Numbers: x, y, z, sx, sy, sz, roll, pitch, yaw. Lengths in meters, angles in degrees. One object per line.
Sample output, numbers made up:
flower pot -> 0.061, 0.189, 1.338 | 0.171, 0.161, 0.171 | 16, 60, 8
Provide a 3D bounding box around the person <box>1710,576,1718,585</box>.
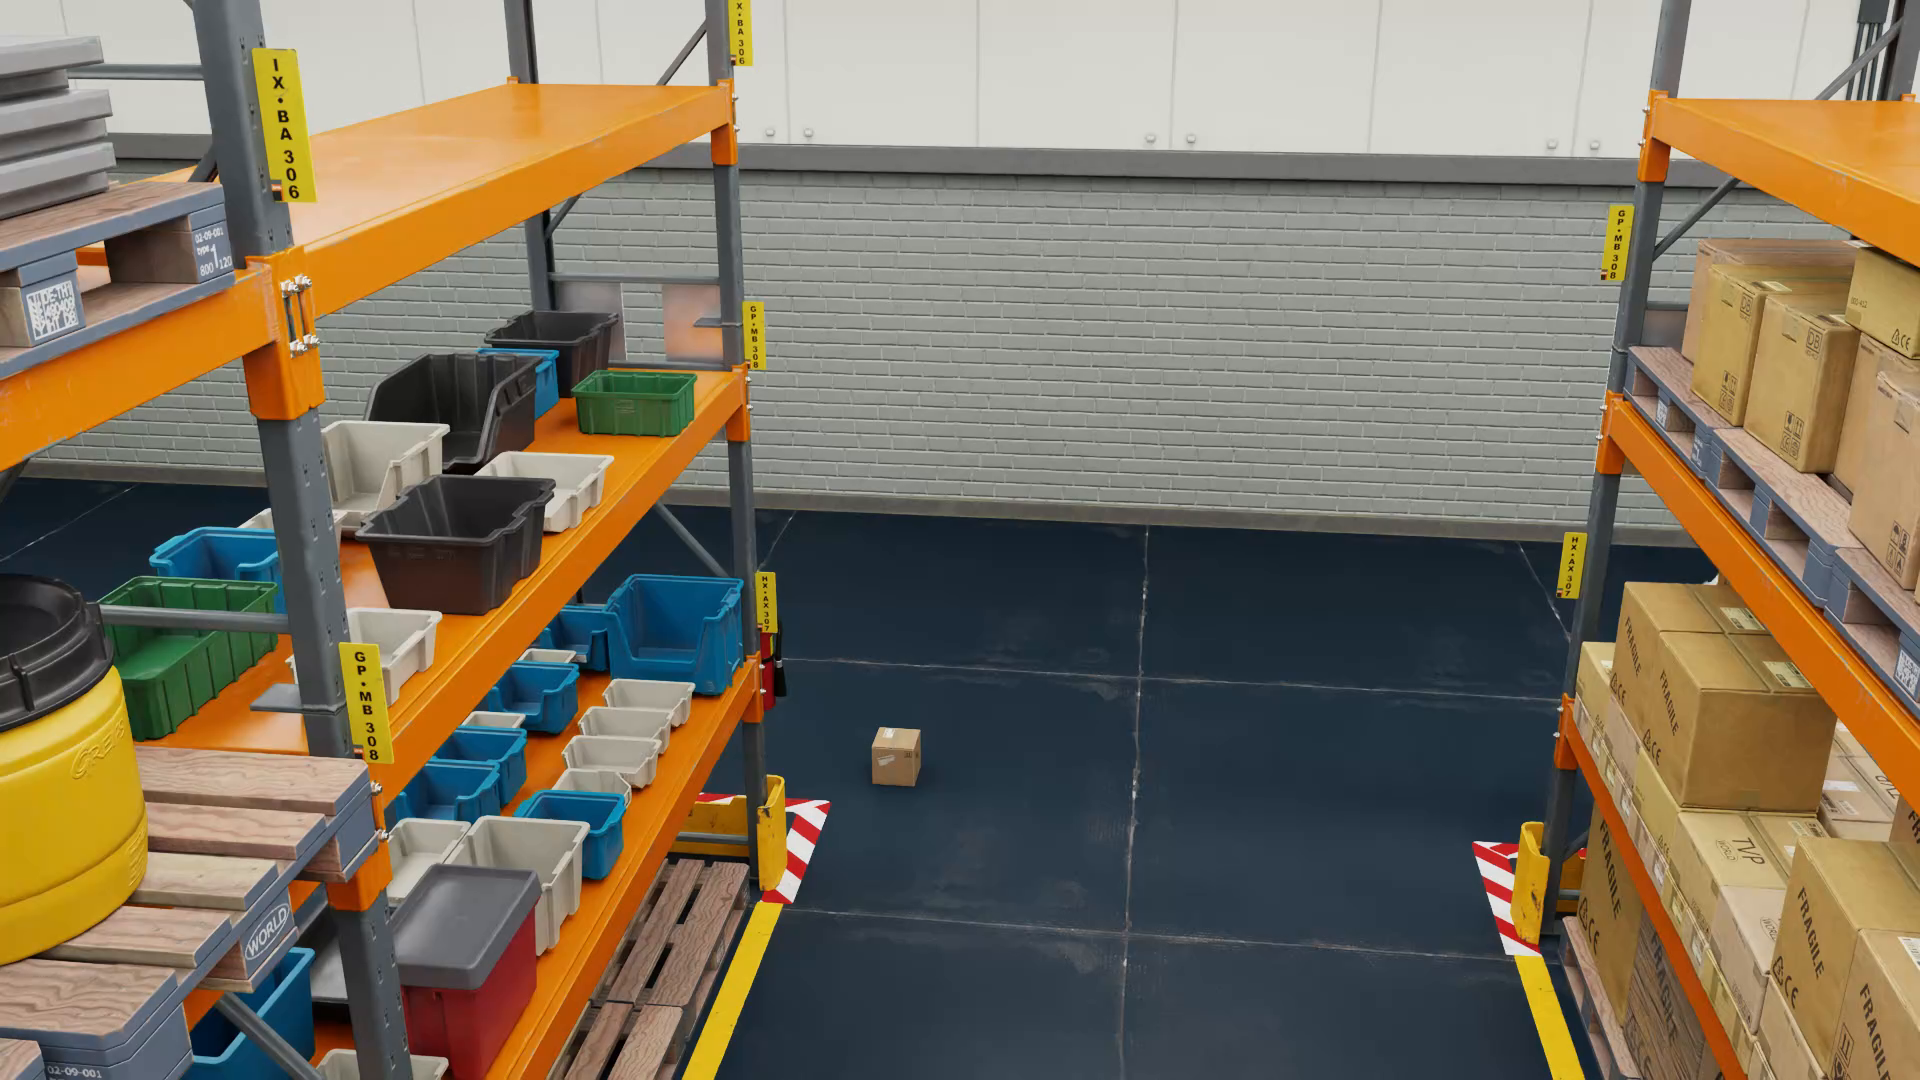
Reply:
person -> 4.219, 0.821, 8.894 | 0.989, 1.741, 0.574 | 7, 22, 17
